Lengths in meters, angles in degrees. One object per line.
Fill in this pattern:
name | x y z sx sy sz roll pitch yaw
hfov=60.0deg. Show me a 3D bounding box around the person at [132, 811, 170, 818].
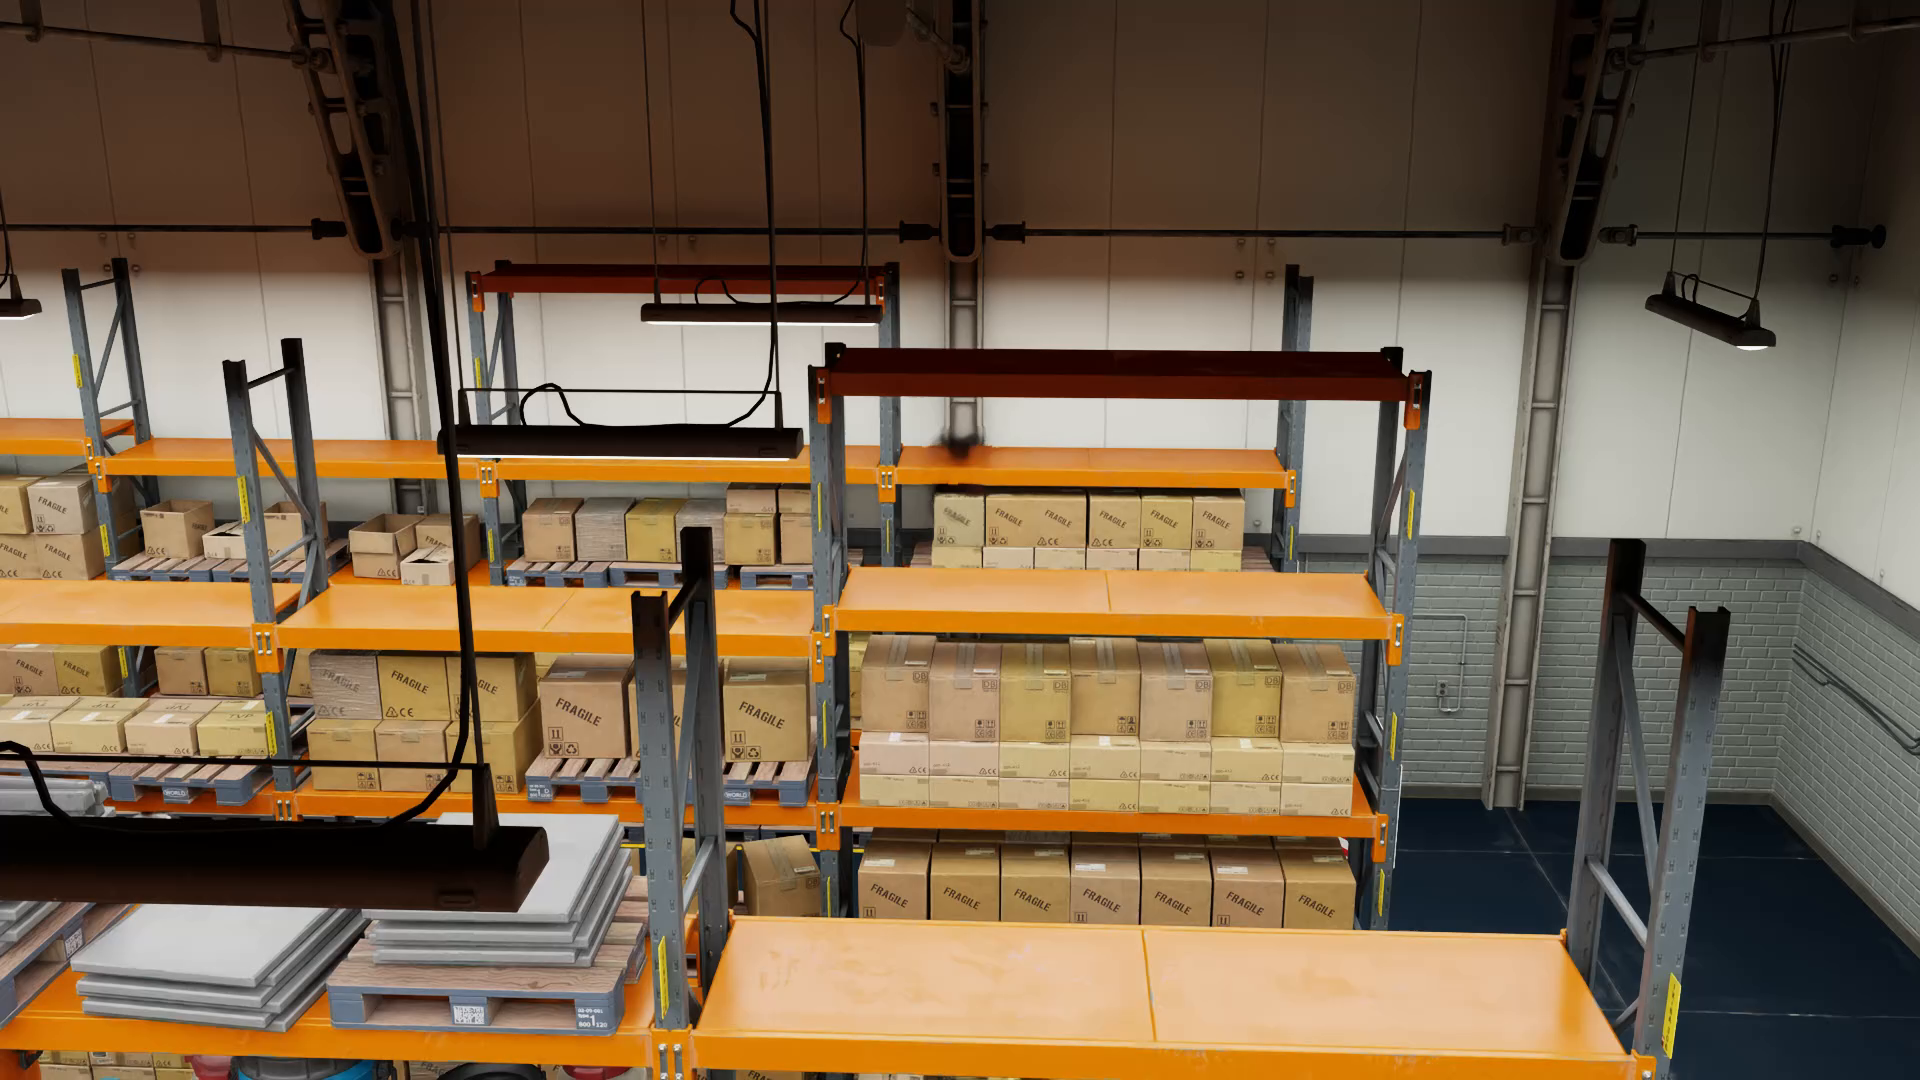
person | -7.384 3.041 15.291 0.467 1.619 0.349 -3 16 -10
